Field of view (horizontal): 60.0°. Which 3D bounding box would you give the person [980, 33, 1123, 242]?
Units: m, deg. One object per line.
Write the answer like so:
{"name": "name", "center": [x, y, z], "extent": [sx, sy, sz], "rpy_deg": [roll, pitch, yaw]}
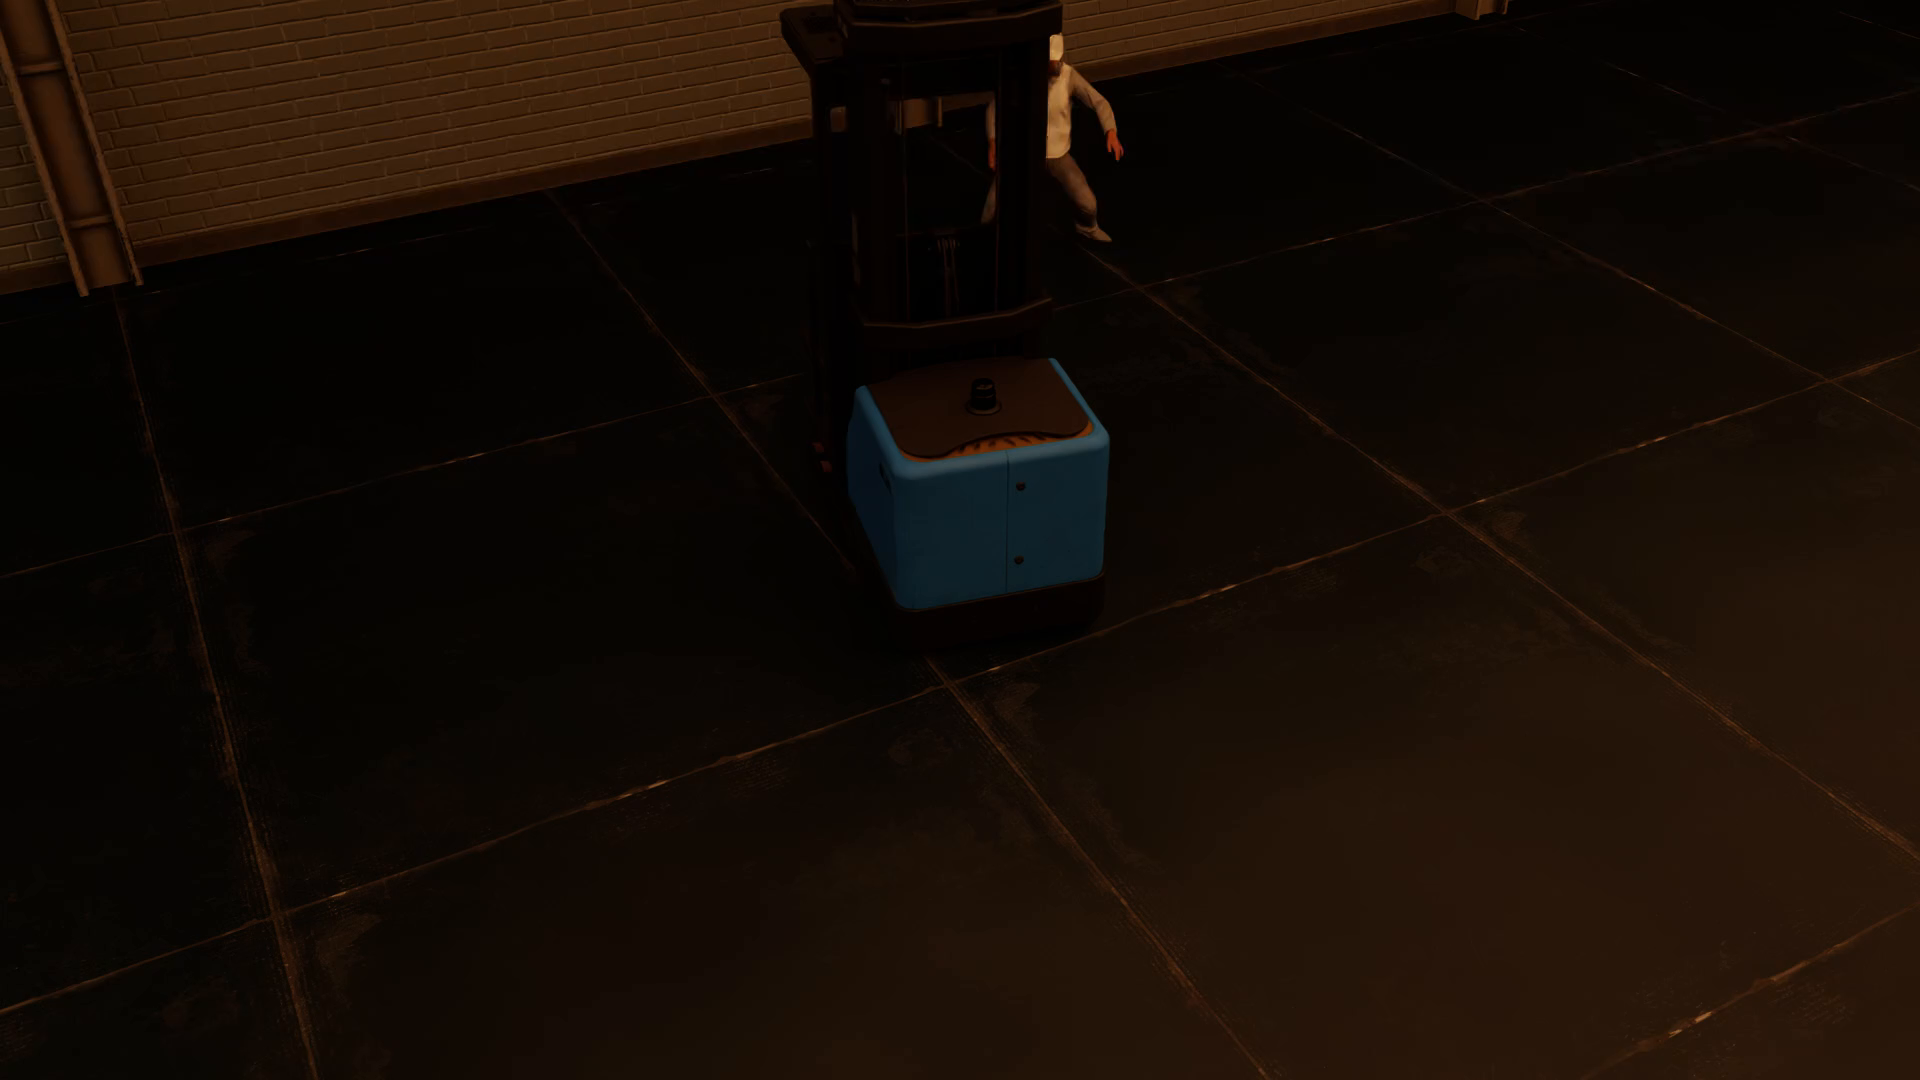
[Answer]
{"name": "person", "center": [0.572, -2.566, 10.947], "extent": [0.999, 1.627, 0.912], "rpy_deg": [0, 35, 0]}

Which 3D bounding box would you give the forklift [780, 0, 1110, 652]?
{"name": "forklift", "center": [-0.214, -1.522, 8.276], "extent": [1.130, 2.935, 3.031], "rpy_deg": [-10, 36, -13]}
